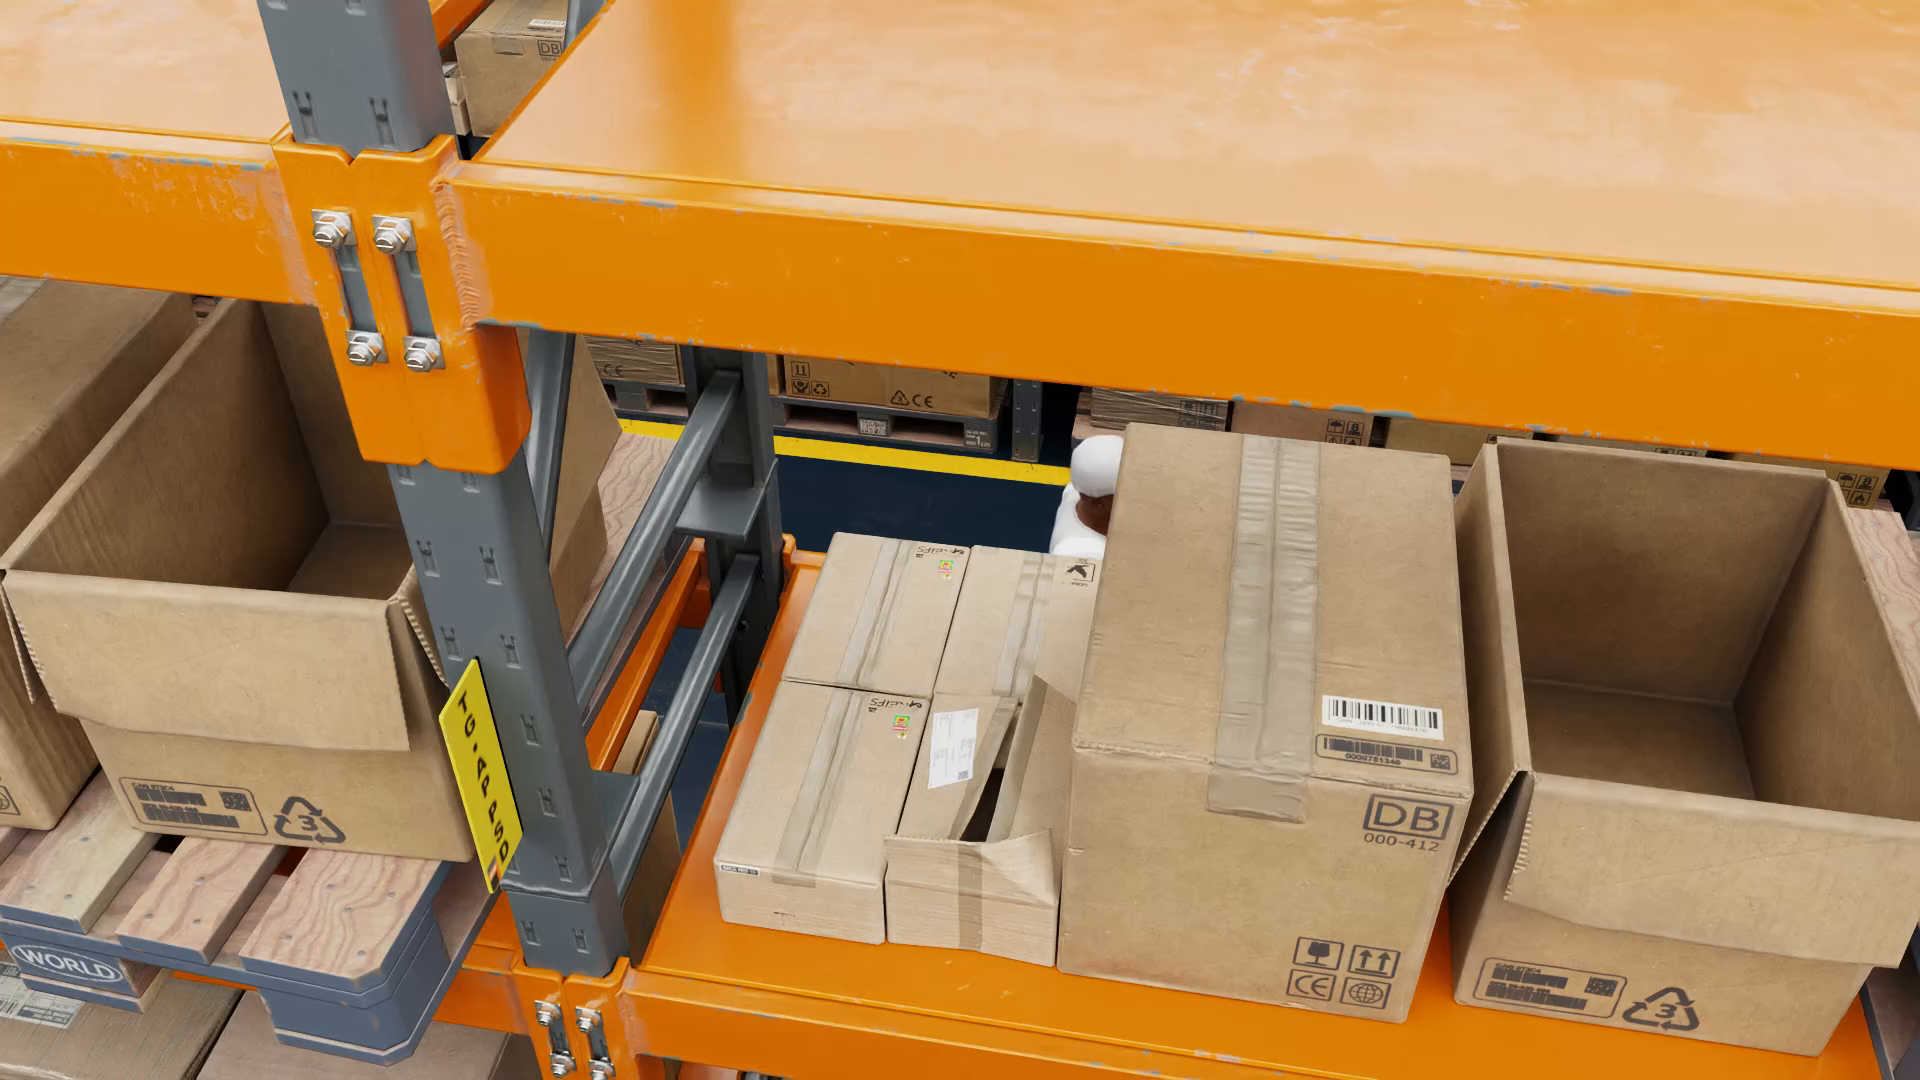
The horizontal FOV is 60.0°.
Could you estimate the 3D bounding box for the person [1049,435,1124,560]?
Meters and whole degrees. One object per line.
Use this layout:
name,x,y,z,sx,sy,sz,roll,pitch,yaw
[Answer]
person,0.515,0.394,5.695,0.482,1.815,0.558,7,41,8
